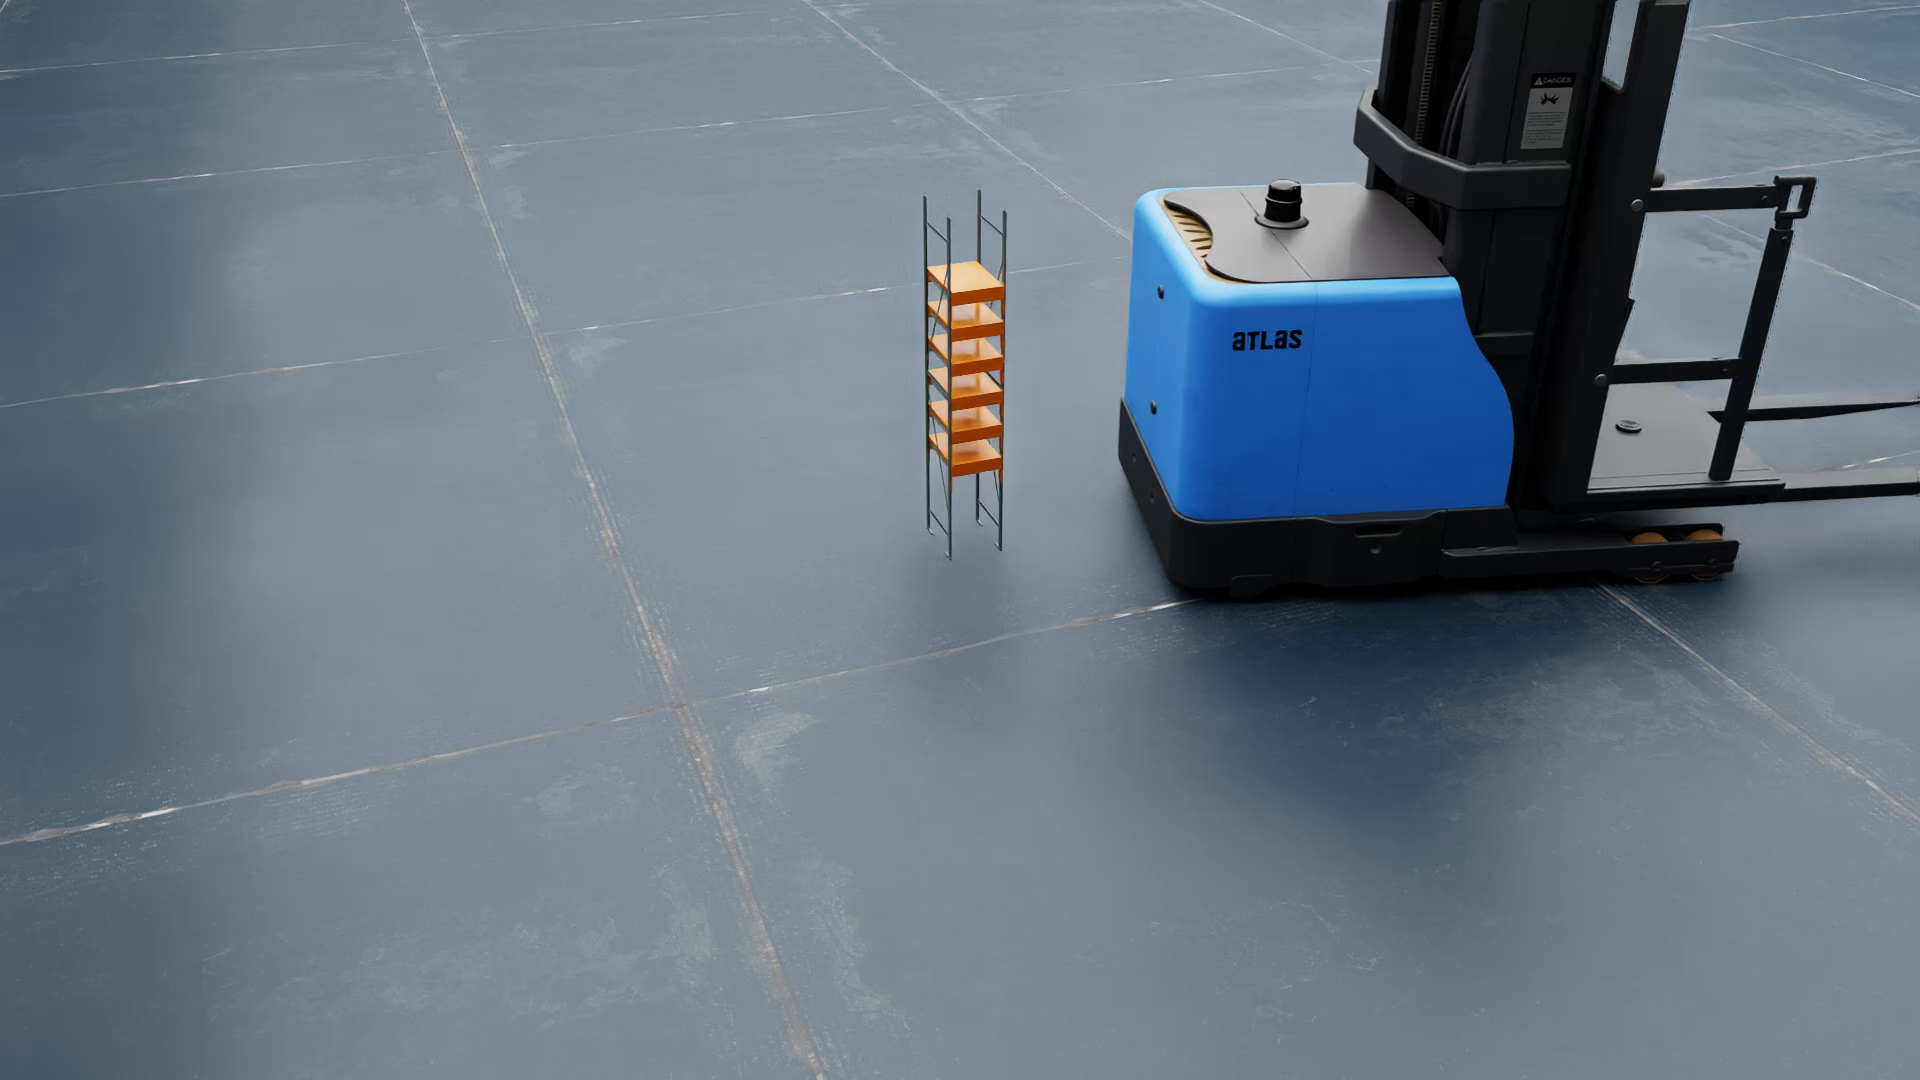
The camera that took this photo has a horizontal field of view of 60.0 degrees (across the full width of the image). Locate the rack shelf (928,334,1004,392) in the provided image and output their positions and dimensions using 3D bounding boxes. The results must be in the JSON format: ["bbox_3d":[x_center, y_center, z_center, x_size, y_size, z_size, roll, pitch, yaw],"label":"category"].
[{"bbox_3d":[0.014,-0.589,5.420,0.180,0.103,0.258,-10,31,-18],"label":"rack shelf"}]

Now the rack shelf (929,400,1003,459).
[{"bbox_3d":[0.014,-0.381,5.539,0.180,0.103,0.258,-10,31,-18],"label":"rack shelf"}]

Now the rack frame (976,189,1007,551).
[{"bbox_3d":[0.099,-0.540,5.485,0.006,1.200,0.240,-10,31,-18],"label":"rack frame"}]

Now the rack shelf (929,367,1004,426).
[{"bbox_3d":[0.014,-0.485,5.479,0.180,0.103,0.258,-10,31,-18],"label":"rack shelf"}]

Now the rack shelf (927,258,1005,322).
[{"bbox_3d":[0.014,-0.798,5.301,0.180,0.103,0.258,-10,31,-18],"label":"rack shelf"}]

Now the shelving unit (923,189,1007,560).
[{"bbox_3d":[0.014,-0.524,5.457,0.189,1.200,0.258,-10,31,-18],"label":"shelving unit"}]

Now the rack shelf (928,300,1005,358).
[{"bbox_3d":[0.014,-0.694,5.361,0.180,0.103,0.258,-10,31,-18],"label":"rack shelf"}]

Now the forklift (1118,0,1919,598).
[{"bbox_3d":[2.135,-1.388,5.225,3.031,2.935,1.130,-3,30,-5],"label":"forklift"}]

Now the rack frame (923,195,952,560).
[{"bbox_3d":[-0.072,-0.508,5.430,0.006,1.200,0.240,-10,31,-18],"label":"rack frame"}]

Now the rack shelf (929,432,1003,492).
[{"bbox_3d":[0.014,-0.277,5.598,0.180,0.103,0.258,-10,31,-18],"label":"rack shelf"}]
